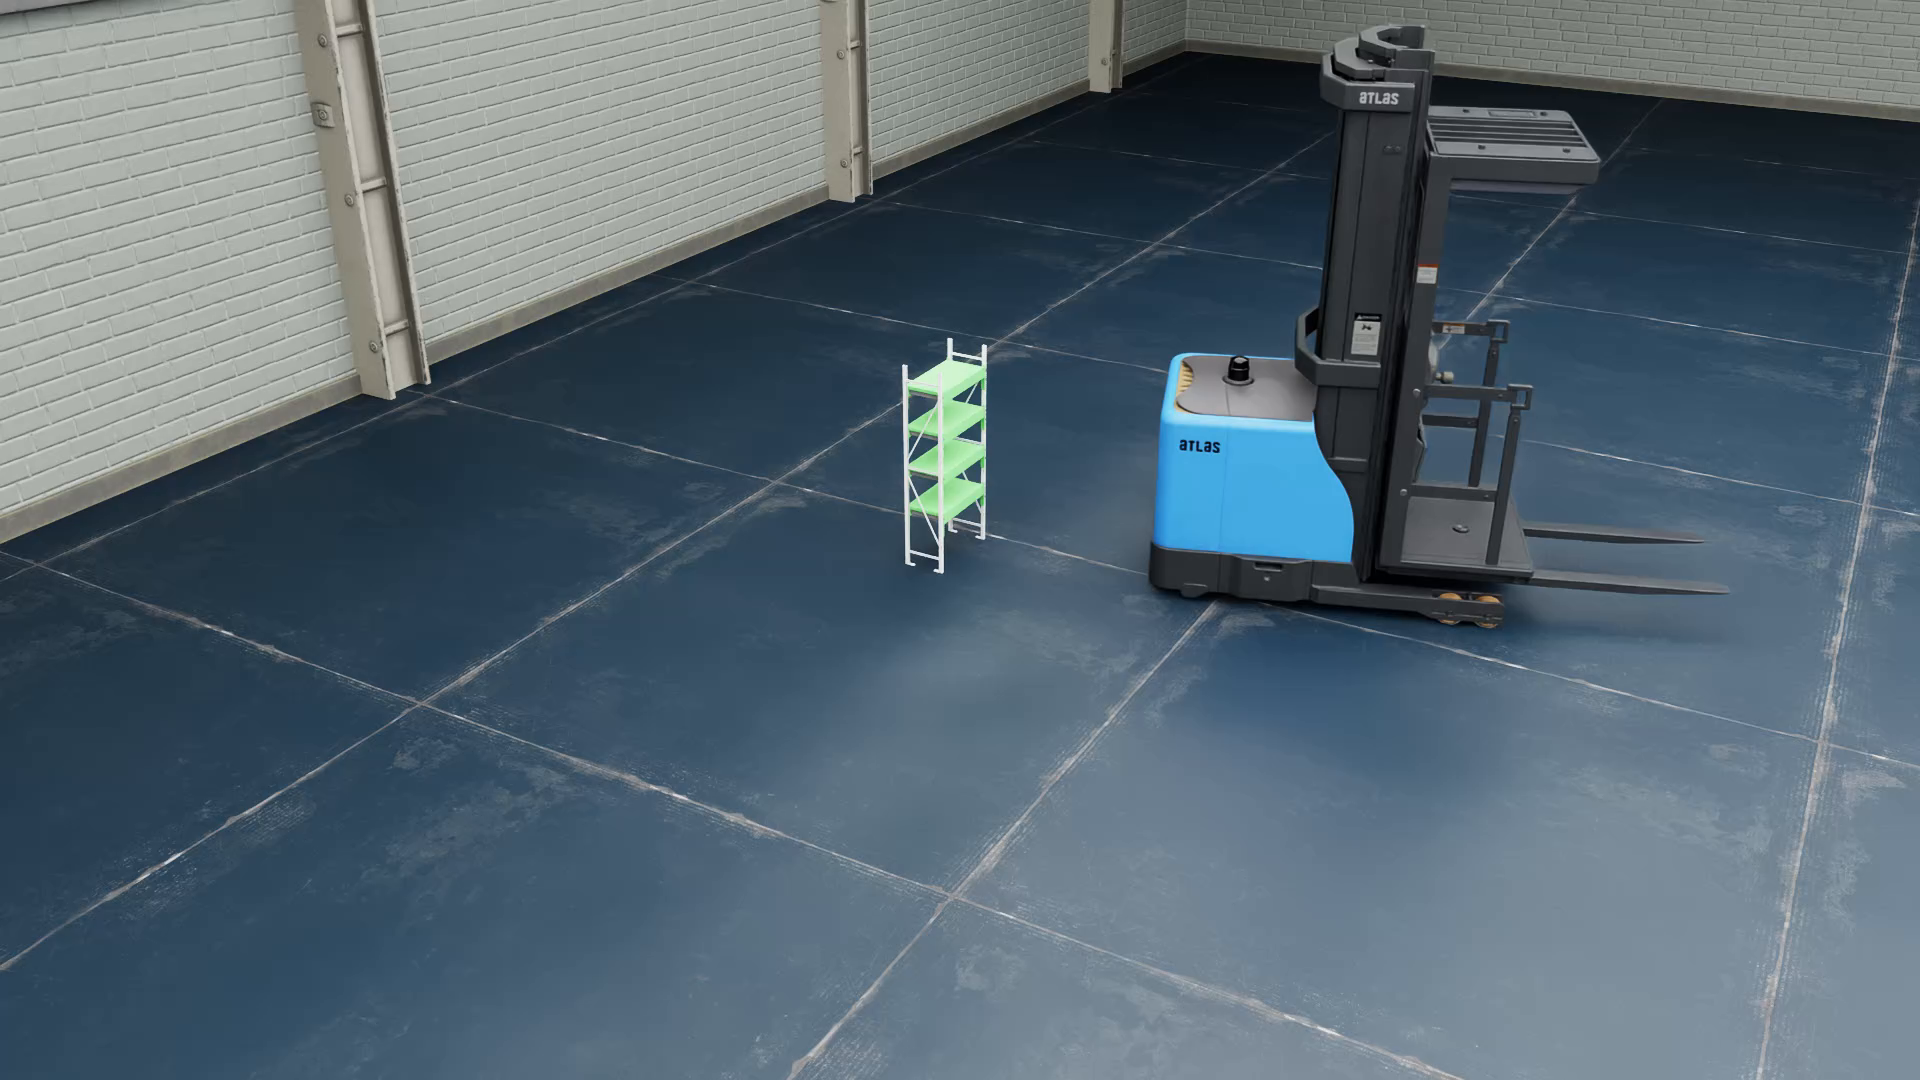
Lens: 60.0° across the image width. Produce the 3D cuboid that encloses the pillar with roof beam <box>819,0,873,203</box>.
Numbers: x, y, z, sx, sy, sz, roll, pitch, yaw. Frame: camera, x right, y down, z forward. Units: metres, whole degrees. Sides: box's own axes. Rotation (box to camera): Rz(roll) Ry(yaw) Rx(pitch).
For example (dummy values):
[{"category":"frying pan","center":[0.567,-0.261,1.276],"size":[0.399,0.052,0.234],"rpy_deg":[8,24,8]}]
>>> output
[{"category":"pillar with roof beam","center":[2.648,-6.512,12.705],"size":[9.100,9.000,0.400],"rpy_deg":[14,30,26]}]

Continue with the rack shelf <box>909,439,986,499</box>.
[{"category":"rack shelf","center":[-0.081,-0.415,9.381],"size":[0.258,0.148,0.480],"rpy_deg":[14,30,26]}]

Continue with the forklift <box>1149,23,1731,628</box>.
[{"category":"forklift","center":[2.606,-1.103,8.678],"size":[3.031,2.935,1.130],"rpy_deg":[5,27,9]}]

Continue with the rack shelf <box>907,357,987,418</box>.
[{"category":"rack shelf","center":[-0.081,-0.844,9.166],"size":[0.258,0.148,0.480],"rpy_deg":[14,30,26]}]

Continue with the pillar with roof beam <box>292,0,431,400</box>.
[{"category":"pillar with roof beam","center":[-0.304,-4.173,8.034],"size":[9.100,9.000,0.400],"rpy_deg":[14,30,26]}]

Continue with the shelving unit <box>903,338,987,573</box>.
[{"category":"shelving unit","center":[-0.081,-0.472,9.353],"size":[0.258,1.200,0.503],"rpy_deg":[14,30,26]}]

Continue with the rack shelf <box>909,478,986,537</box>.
[{"category":"rack shelf","center":[-0.081,-0.200,9.489],"size":[0.258,0.148,0.480],"rpy_deg":[14,30,26]}]

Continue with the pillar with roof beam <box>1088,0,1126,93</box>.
[{"category":"pillar with roof beam","center":[5.599,-8.850,17.376],"size":[9.100,9.000,0.400],"rpy_deg":[14,30,26]}]

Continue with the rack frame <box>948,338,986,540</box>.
[{"category":"rack frame","center":[0.039,-0.567,9.542],"size":[0.240,1.200,0.015],"rpy_deg":[14,30,26]}]

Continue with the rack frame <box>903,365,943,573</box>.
[{"category":"rack frame","center":[-0.201,-0.377,9.163],"size":[0.240,1.200,0.015],"rpy_deg":[14,30,26]}]

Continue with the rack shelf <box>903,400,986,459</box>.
[{"category":"rack shelf","center":[-0.081,-0.629,9.274],"size":[0.258,0.148,0.480],"rpy_deg":[14,30,26]}]
